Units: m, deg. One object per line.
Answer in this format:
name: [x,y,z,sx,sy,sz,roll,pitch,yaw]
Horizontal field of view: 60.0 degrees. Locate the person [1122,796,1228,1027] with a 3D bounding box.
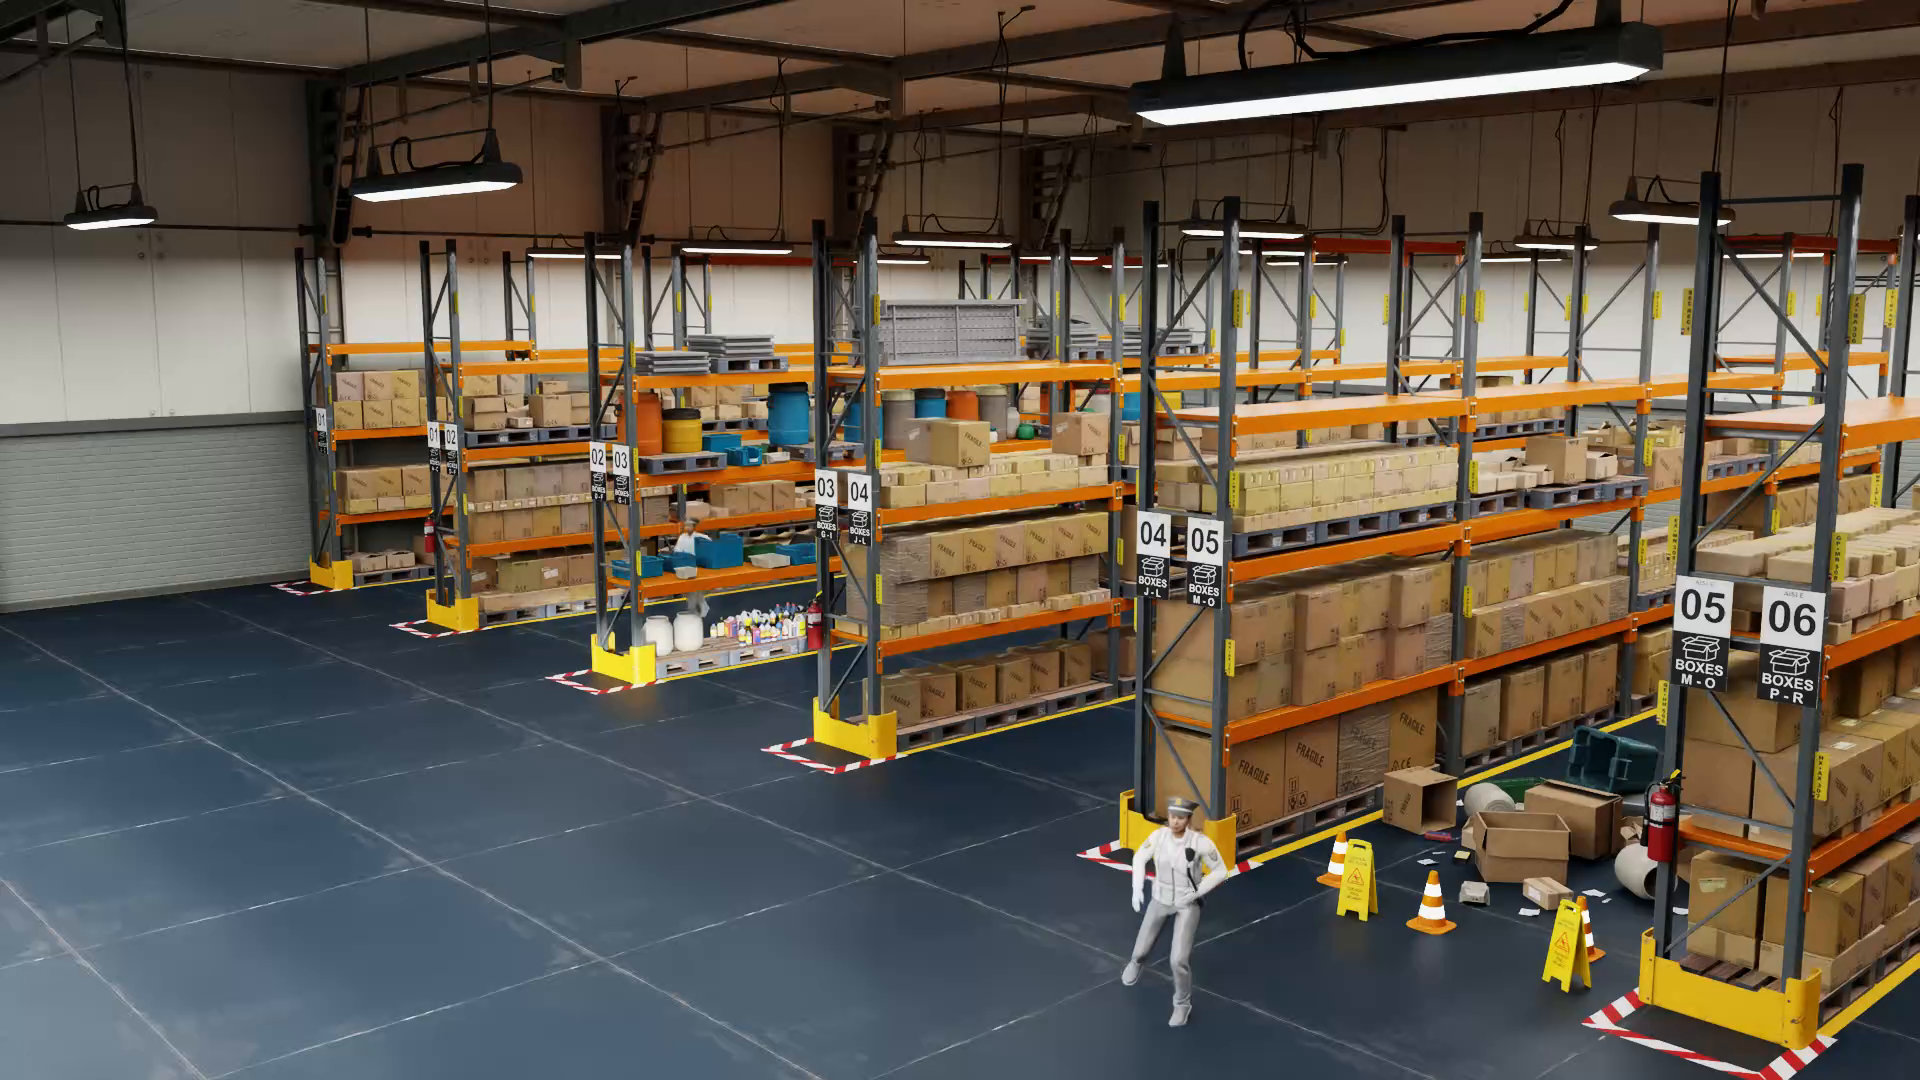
person: [1.538,2.632,12.036,0.792,1.687,0.591,3,9,19]

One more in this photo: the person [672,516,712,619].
person: [-4.121,0.467,25.770,0.589,1.720,0.883,4,9,25]
